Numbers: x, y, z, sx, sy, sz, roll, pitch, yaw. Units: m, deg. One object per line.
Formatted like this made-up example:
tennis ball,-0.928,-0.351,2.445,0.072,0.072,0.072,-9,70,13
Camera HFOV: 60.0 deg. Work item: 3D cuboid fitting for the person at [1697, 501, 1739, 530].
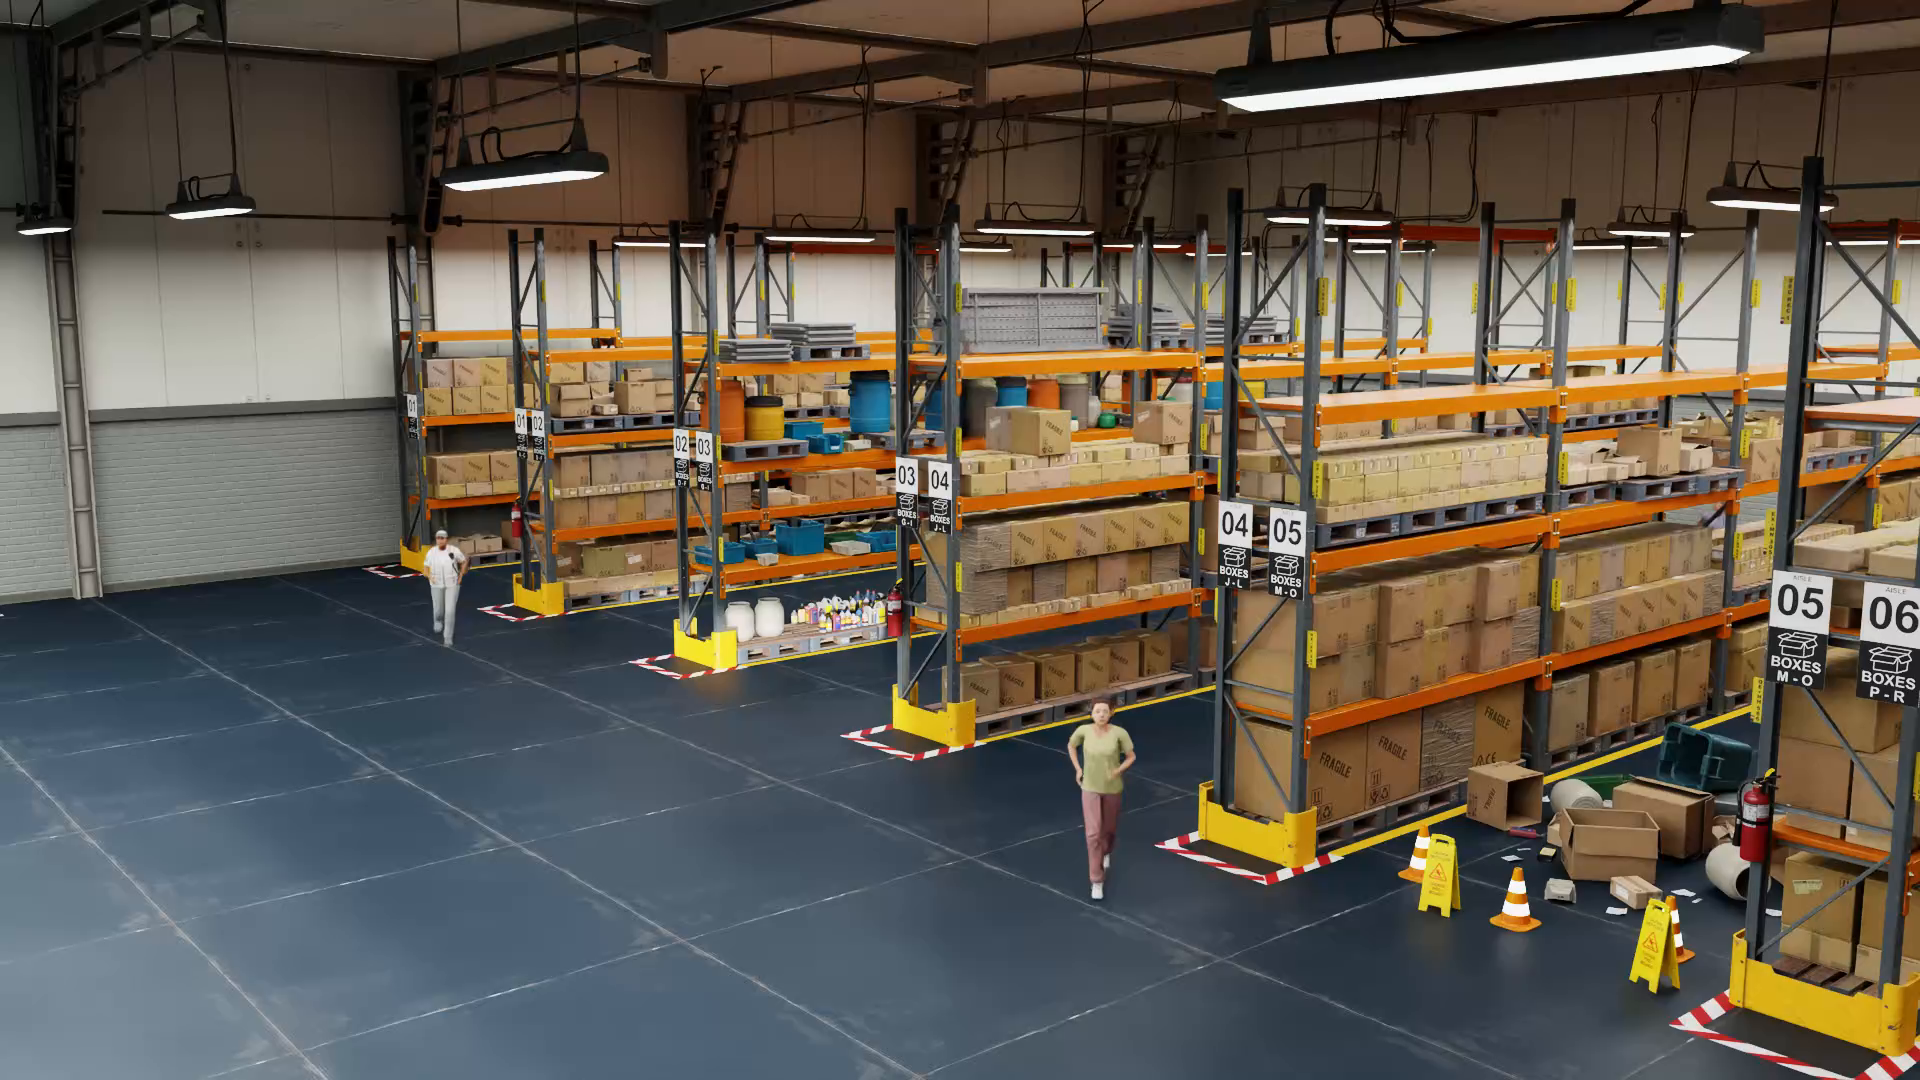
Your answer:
person,12.545,0.148,27.553,0.715,1.660,0.647,6,10,33

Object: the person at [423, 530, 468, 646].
person,-7.463,0.671,24.159,0.614,1.663,0.766,-2,9,-13

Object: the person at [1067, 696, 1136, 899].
person,1.212,2.143,14.279,0.590,1.662,0.885,1,9,5
